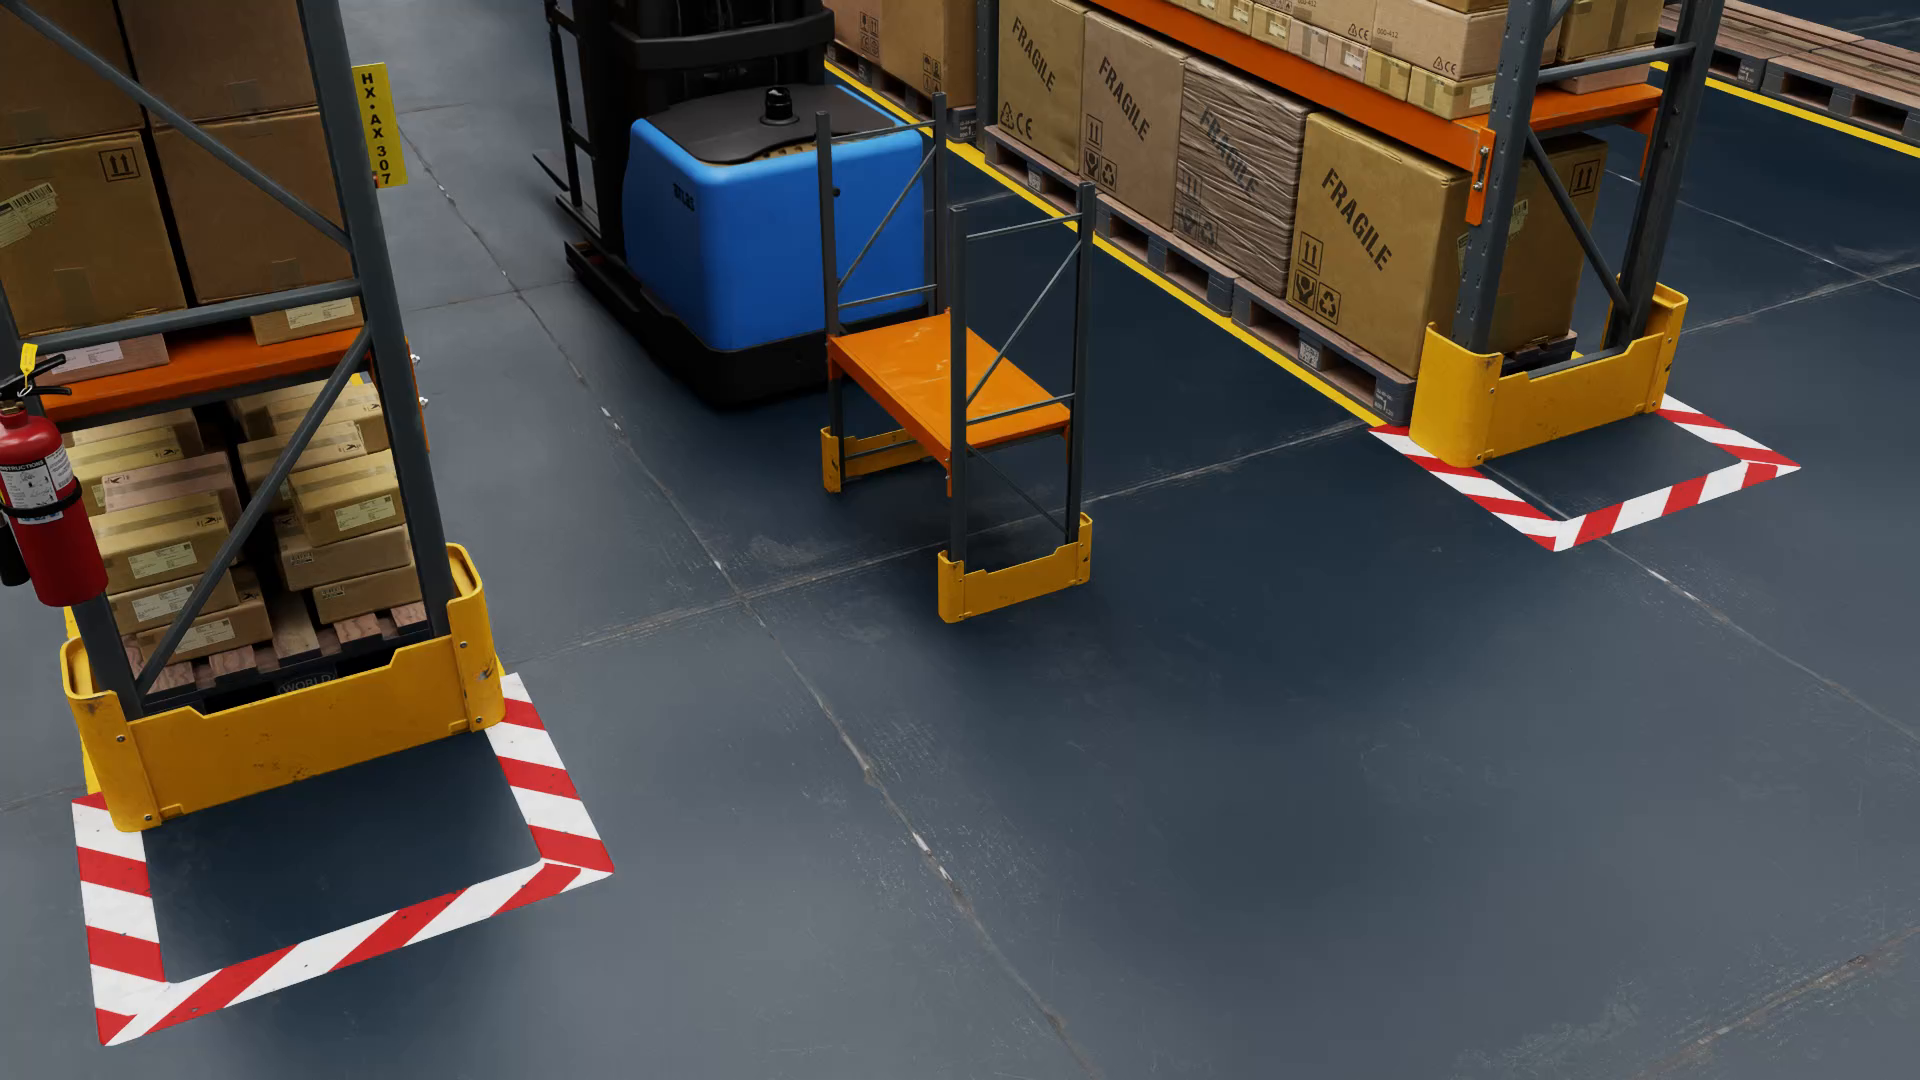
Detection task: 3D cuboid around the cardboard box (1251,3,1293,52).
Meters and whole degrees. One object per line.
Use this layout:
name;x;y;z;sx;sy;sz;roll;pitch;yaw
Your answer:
cardboard box;1.495;-2.248;7.211;0.380;0.149;0.250;-17;36;-24

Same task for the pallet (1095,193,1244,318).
pallet;1.423;-1.549;8.472;1.003;0.211;1.213;-16;36;-23

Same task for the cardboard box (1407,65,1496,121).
cardboard box;1.972;-1.761;6.451;0.380;0.149;0.250;-15;36;-22

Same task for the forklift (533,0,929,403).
forklift;-1.312;-2.579;7.559;1.130;2.935;3.031;-17;37;-25

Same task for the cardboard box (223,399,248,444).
cardboard box;-2.524;-0.488;6.209;0.380;0.149;0.250;-18;37;-25

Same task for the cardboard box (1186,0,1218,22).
cardboard box;1.260;-2.490;7.589;0.380;0.149;0.250;-15;36;-22

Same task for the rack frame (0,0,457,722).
rack frame;-2.006;-0.580;4.375;1.000;3.000;0.127;-16;36;-23

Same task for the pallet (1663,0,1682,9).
pallet;4.623;-4.139;12.514;1.003;0.211;1.213;-16;36;-23

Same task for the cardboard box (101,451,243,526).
cardboard box;-2.543;-0.130;5.375;0.380;0.149;0.250;-15;36;-22

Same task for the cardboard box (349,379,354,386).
cardboard box;-2.548;-0.496;6.497;0.380;0.149;0.250;-18;37;-25

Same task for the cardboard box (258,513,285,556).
cardboard box;-2.283;-0.108;5.892;0.380;0.149;0.250;-15;36;-23

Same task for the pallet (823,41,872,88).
pallet;-0.435;-3.446;11.434;1.003;0.211;1.213;-16;36;-23

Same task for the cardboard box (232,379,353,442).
cardboard box;-2.377;-0.494;5.942;0.380;0.149;0.250;-18;37;-25

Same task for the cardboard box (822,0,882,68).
cardboard box;-0.169;-3.697;10.820;1.225;0.875;0.875;-17;36;-25

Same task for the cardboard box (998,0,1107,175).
cardboard box;0.801;-2.635;9.163;0.875;0.875;0.875;-16;36;-23

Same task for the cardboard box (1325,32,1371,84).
cardboard box;1.733;-2.005;6.832;0.380;0.149;0.250;-16;36;-23

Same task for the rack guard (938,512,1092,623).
rack guard;0.197;0.096;5.868;0.587;0.250;0.087;-16;36;-23

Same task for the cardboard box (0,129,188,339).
cardboard box;-2.443;-0.897;4.501;0.500;0.500;0.500;-15;36;-22

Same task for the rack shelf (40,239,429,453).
rack shelf;-2.938;-1.232;6.059;1.077;0.370;4.000;-16;36;-23

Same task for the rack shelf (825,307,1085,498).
rack shelf;-0.040;-0.521;6.006;0.538;0.185;1.000;-16;36;-23

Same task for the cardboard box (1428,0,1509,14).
cardboard box;1.970;-2.324;6.264;0.500;0.500;0.500;-15;36;-23

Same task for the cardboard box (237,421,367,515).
cardboard box;-2.184;-0.244;5.552;0.380;0.149;0.250;-15;36;-22

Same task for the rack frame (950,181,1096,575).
rack frame;0.197;-0.430;5.530;0.500;1.500;0.032;-16;36;-23

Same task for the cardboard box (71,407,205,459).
cardboard box;-2.841;-0.361;5.735;0.380;0.149;0.250;-17;37;-25

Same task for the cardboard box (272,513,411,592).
cardboard box;-2.023;0.004;5.441;0.380;0.149;0.250;-14;35;-21

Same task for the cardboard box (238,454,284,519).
cardboard box;-2.293;-0.236;5.815;0.380;0.149;0.250;-15;36;-23

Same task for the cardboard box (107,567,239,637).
cardboard box;-2.504;0.138;5.231;0.380;0.149;0.250;-17;36;-24

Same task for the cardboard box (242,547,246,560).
cardboard box;-2.692;0.000;5.723;0.380;0.149;0.250;-16;36;-23

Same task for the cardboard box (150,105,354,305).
cardboard box;-1.970;-1.031;4.710;0.500;0.500;0.500;-14;35;-21

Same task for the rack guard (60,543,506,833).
rack guard;-2.041;0.436;5.106;1.175;0.500;0.348;-16;36;-23

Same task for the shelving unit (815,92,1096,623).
shelving unit;-0.036;-0.668;5.902;0.587;1.500;1.083;-16;36;-23

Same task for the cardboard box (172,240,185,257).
cardboard box;-2.342;-1.054;5.347;0.380;0.149;0.250;-14;35;-21

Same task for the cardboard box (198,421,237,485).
cardboard box;-2.782;-0.264;5.858;0.380;0.149;0.250;-16;36;-24

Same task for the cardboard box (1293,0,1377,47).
cardboard box;1.733;-2.248;6.842;0.500;0.250;0.500;-17;36;-24

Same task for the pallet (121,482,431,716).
pallet;-2.388;0.161;5.803;1.003;0.211;1.213;-16;36;-23

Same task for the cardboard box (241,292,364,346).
cardboard box;-1.867;-0.711;4.813;0.380;0.149;0.250;-16;36;-23

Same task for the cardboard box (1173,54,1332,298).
cardboard box;1.636;-1.781;7.830;0.875;0.875;0.875;-16;36;-23

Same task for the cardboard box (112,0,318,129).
cardboard box;-1.980;-1.449;4.437;0.500;0.500;0.500;-16;36;-23

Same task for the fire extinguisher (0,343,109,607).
fire extinguisher;-2.296;-0.154;4.127;0.296;0.674;0.183;-16;36;-23

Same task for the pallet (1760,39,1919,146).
pallet;5.896;-2.836;10.481;1.003;0.211;1.213;-16;36;-23

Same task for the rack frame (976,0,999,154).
rack frame;0.564;-3.688;9.226;1.000;3.000;0.127;-16;36;-23

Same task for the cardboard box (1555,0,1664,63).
cardboard box;2.444;-2.138;6.671;0.500;0.250;0.500;-17;36;-24

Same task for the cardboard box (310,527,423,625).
cardboard box;-1.967;0.113;5.547;0.380;0.149;0.250;-15;36;-22
